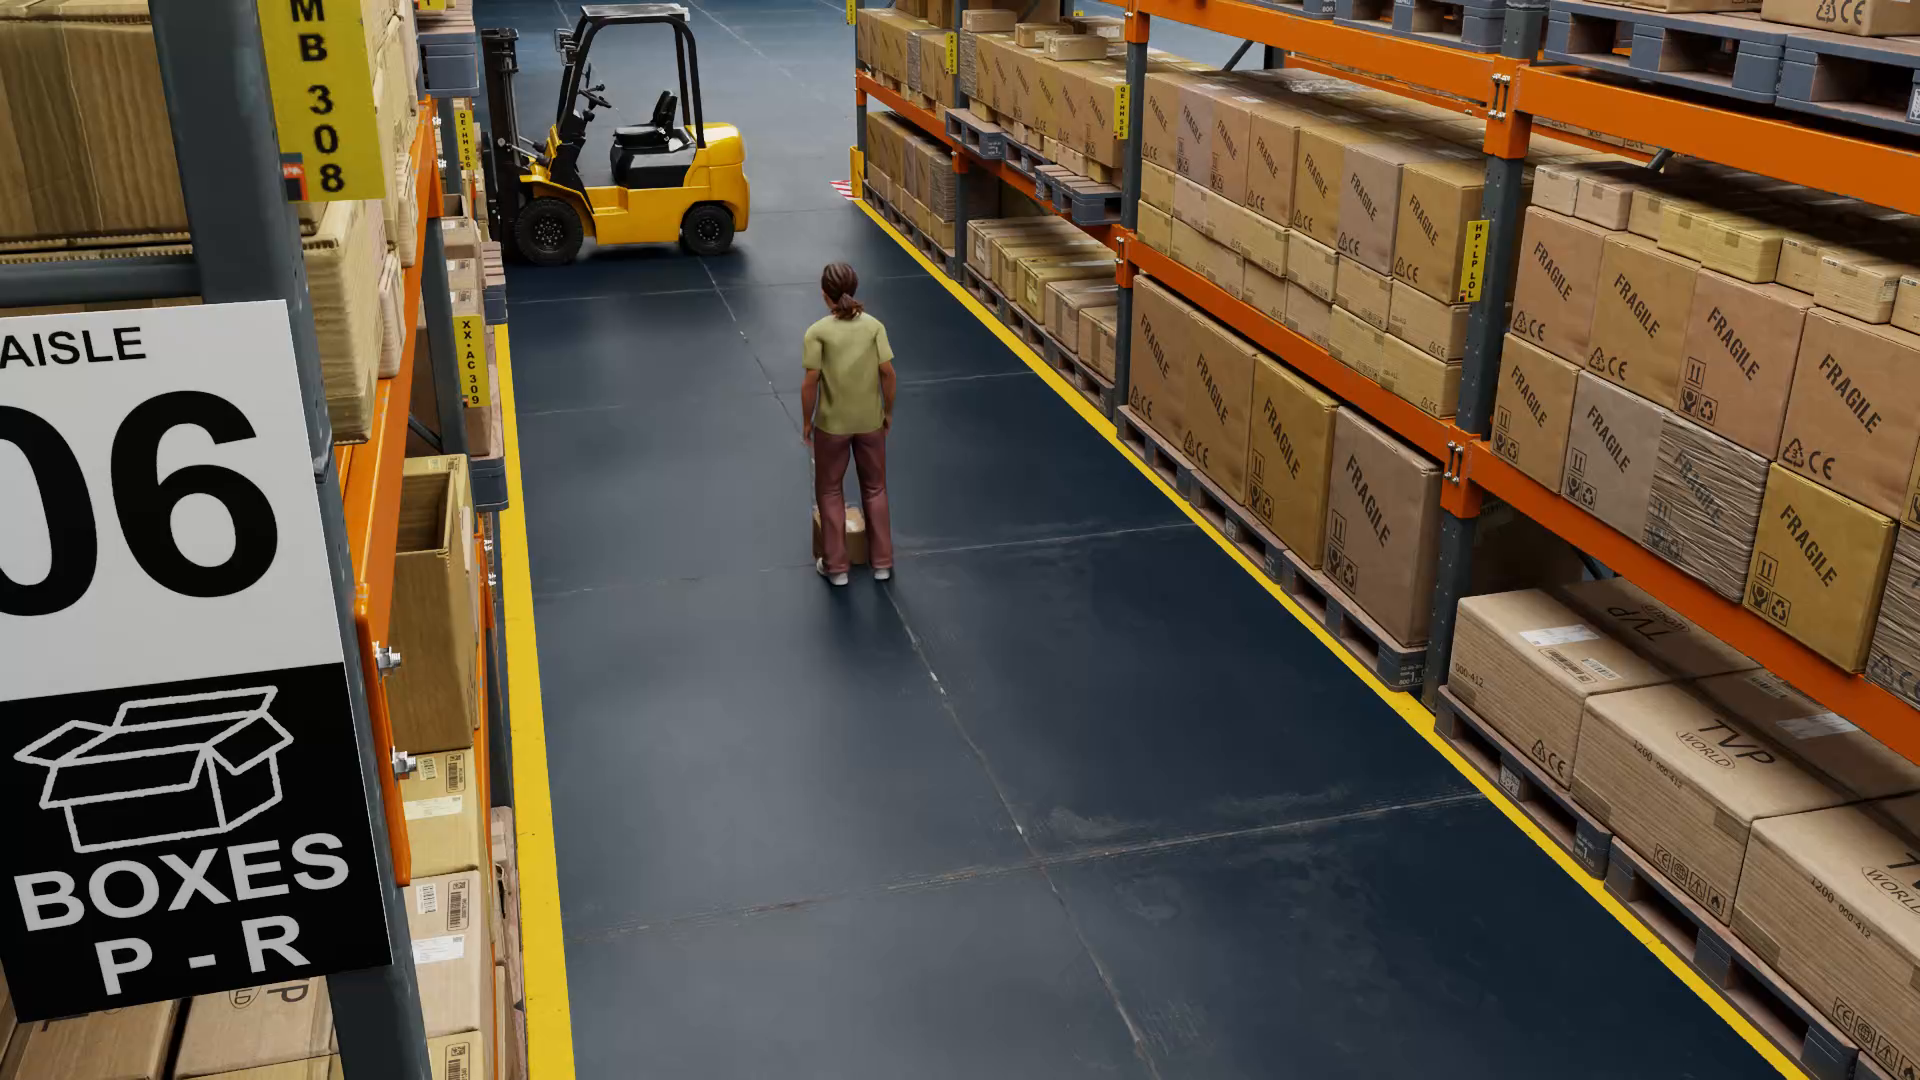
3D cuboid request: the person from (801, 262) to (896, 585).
[{"bbox_3d":[-0.571,-0.582,8.467,0.493,1.673,0.359,-7,24,-16],"label":"person"}]
